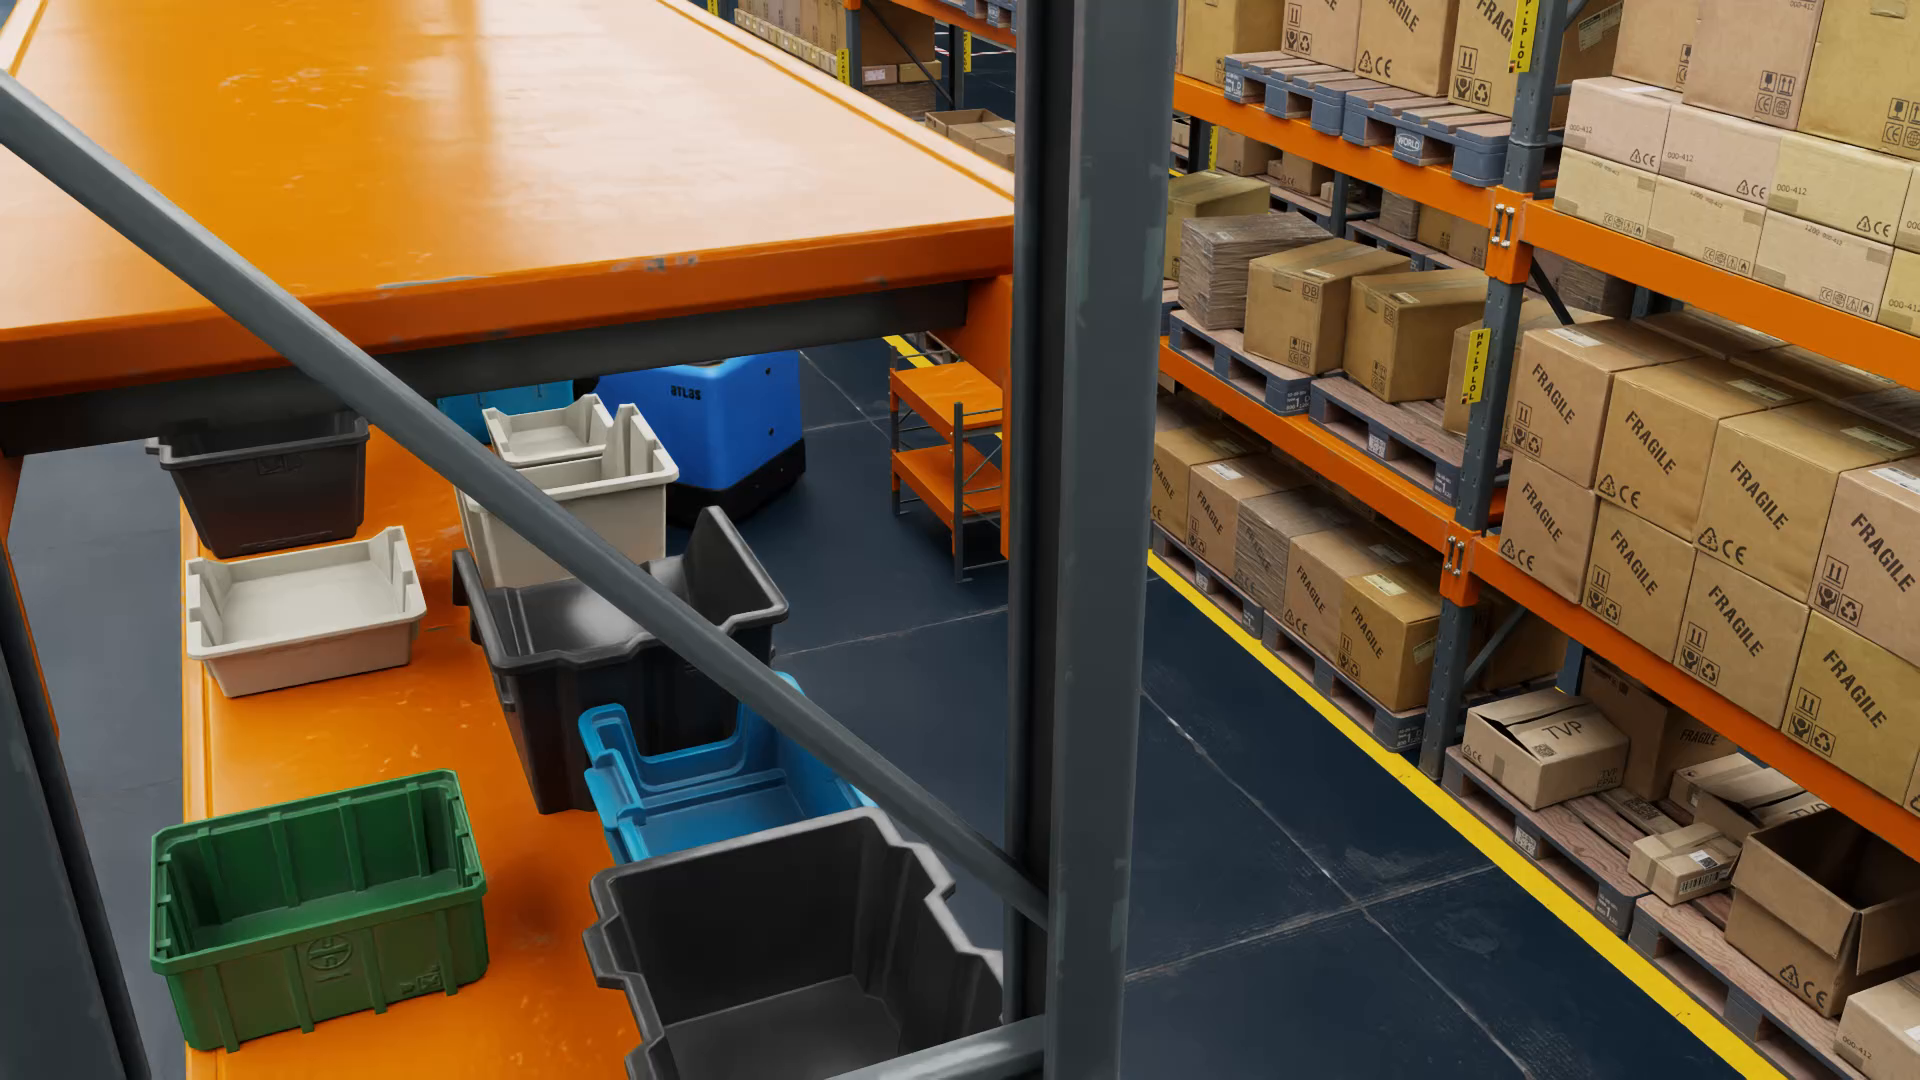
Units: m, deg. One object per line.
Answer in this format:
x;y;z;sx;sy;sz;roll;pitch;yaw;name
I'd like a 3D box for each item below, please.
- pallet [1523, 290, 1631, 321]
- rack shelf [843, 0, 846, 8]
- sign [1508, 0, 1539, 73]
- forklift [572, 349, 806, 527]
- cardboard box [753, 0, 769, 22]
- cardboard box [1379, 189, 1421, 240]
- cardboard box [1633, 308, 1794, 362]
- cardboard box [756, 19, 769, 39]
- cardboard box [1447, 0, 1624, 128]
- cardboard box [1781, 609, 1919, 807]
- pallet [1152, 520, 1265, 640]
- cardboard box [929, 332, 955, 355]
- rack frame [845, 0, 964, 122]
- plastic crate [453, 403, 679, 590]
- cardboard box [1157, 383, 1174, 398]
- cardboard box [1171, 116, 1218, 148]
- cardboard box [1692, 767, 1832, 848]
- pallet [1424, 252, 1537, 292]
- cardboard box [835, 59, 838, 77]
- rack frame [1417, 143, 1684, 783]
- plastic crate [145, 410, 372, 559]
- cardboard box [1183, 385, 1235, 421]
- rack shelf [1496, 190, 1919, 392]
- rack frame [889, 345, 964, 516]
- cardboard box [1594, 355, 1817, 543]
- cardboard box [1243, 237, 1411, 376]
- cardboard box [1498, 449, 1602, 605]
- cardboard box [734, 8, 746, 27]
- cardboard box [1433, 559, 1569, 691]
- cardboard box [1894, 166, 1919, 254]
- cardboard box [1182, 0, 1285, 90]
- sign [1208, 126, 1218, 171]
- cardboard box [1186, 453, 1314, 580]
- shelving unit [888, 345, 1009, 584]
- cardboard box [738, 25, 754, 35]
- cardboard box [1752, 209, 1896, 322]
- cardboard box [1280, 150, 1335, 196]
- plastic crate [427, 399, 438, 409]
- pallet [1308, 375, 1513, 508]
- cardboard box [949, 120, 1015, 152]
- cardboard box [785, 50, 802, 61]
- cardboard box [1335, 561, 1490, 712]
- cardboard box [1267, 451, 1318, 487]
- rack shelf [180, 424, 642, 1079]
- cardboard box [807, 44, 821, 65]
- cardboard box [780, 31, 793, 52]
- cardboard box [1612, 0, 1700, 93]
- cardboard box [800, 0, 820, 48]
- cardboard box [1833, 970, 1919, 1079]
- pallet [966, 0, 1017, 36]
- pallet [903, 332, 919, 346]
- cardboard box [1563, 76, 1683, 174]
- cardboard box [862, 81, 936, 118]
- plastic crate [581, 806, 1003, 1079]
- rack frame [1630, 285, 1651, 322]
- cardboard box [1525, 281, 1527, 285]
5.368;-1.837;13.771;1.003;0.211;1.213;-11;28;-21;pallet
-1.233;-5.368;15.227;1.077;0.370;4.000;-11;28;-21;rack shelf
2.174;-1.967;6.403;0.100;0.325;0.005;-11;28;-21;sign
-2.579;-1.817;10.631;3.031;2.935;1.130;12;28;23;forklift
-1.614;-5.356;16.208;0.700;0.500;0.500;-11;28;-22;cardboard box
4.410;-3.169;15.670;0.700;0.500;0.500;-10;28;-19;cardboard box
3.119;-0.641;6.891;0.500;0.500;0.500;-10;28;-20;cardboard box
-1.762;-4.983;16.183;0.380;0.149;0.250;-11;28;-21;cardboard box
2.553;-2.149;7.108;0.600;0.600;0.600;-13;29;-25;cardboard box
3.230;0.514;5.663;0.500;0.500;0.500;-11;28;-21;cardboard box
1.848;0.131;9.741;1.003;0.211;1.213;-11;28;-21;pallet
0.083;-1.663;12.893;0.500;0.250;0.500;-10;28;-20;cardboard box
-0.450;-3.536;14.074;1.000;3.000;0.127;-11;28;-21;rack frame
-0.894;-0.085;3.721;0.437;0.282;0.530;-11;28;-21;plastic crate
1.032;-0.763;10.742;0.500;0.500;0.500;-9;28;-18;cardboard box
2.728;-4.698;19.017;0.500;0.311;0.500;-14;29;-26;cardboard box
3.461;1.188;6.961;0.500;0.311;0.500;-11;28;-21;cardboard box
4.894;-2.329;14.779;1.003;0.211;1.213;-11;28;-21;pallet
-0.849;-4.046;14.264;0.380;0.149;0.250;-11;28;-22;cardboard box
2.683;-0.307;7.459;1.000;3.000;0.127;-11;28;-21;rack frame
-1.642;-0.198;3.966;0.497;0.269;0.590;-11;28;-21;plastic crate
1.725;-0.974;10.318;0.500;0.250;0.500;-9;28;-19;cardboard box
3.466;-0.524;5.305;1.077;0.370;4.000;-11;28;-21;rack shelf
-0.196;-0.708;10.418;0.500;1.125;0.032;-11;28;-21;rack frame
2.811;-0.354;6.303;0.500;0.500;0.500;-11;28;-22;cardboard box
1.934;-1.243;8.784;0.700;0.500;0.500;-19;32;-33;cardboard box
2.632;-0.099;6.920;0.500;0.500;0.500;-10;28;-19;cardboard box
-2.061;-5.292;16.817;0.380;0.149;0.250;-11;28;-21;cardboard box
2.718;0.382;8.397;0.500;0.500;0.500;-12;28;-23;cardboard box
3.223;-0.966;4.991;0.500;0.250;0.500;-11;28;-21;cardboard box
1.722;-2.728;8.886;0.910;0.500;0.500;-11;28;-21;cardboard box
1.612;-2.503;10.729;0.100;0.325;0.005;-11;28;-21;sign
1.643;-0.140;9.465;0.500;0.500;0.500;-12;28;-22;cardboard box
0.003;-0.503;9.998;0.538;1.125;1.048;-11;28;-21;shelving unit
-1.845;-5.005;16.969;0.700;0.500;0.500;-11;28;-21;cardboard box
3.032;-0.944;5.516;0.500;0.250;0.500;-11;28;-21;cardboard box
3.663;-3.876;17.116;0.500;0.500;0.500;-13;29;-24;cardboard box
-1.432;-0.591;4.864;0.450;0.188;0.662;-11;28;-21;plastic crate
2.470;-0.562;8.201;1.003;0.211;1.213;-11;28;-21;pallet
0.238;-2.854;12.562;0.500;0.500;0.500;-11;28;-21;cardboard box
-1.237;-4.381;15.690;0.700;0.500;0.500;-10;28;-19;cardboard box
2.226;0.469;8.218;0.500;0.500;0.500;-11;28;-21;cardboard box
2.112;-0.239;9.668;0.500;0.500;0.500;-12;28;-23;cardboard box
-1.093;0.326;3.565;1.077;0.370;4.000;-11;28;-21;rack shelf
-1.150;-4.357;14.901;0.380;0.149;0.250;-11;28;-21;cardboard box
-1.460;-4.671;15.546;0.380;0.149;0.250;-10;28;-20;cardboard box
2.908;-1.959;6.171;0.700;0.500;0.500;-11;28;-21;cardboard box
-1.024;-4.748;14.964;0.700;0.500;0.500;-11;28;-21;cardboard box
3.465;1.780;5.818;0.500;0.250;0.500;-11;28;-21;cardboard box
0.768;-3.443;10.680;1.213;0.211;1.003;-9;28;-18;pallet
-0.126;-1.993;14.090;1.003;0.211;1.213;-11;28;-21;pallet
2.645;-1.573;6.235;0.500;0.250;0.500;-11;28;-21;cardboard box
-0.630;-3.759;14.417;0.700;0.500;0.500;-11;28;-22;cardboard box
-0.204;0.665;2.199;0.497;0.269;0.590;-11;28;-21;plastic crate
5.673;-2.774;12.513;1.000;3.000;0.127;-11;28;-21;rack frame
5.028;-2.554;14.410;0.700;0.500;0.500;-11;28;-21;cardboard box
